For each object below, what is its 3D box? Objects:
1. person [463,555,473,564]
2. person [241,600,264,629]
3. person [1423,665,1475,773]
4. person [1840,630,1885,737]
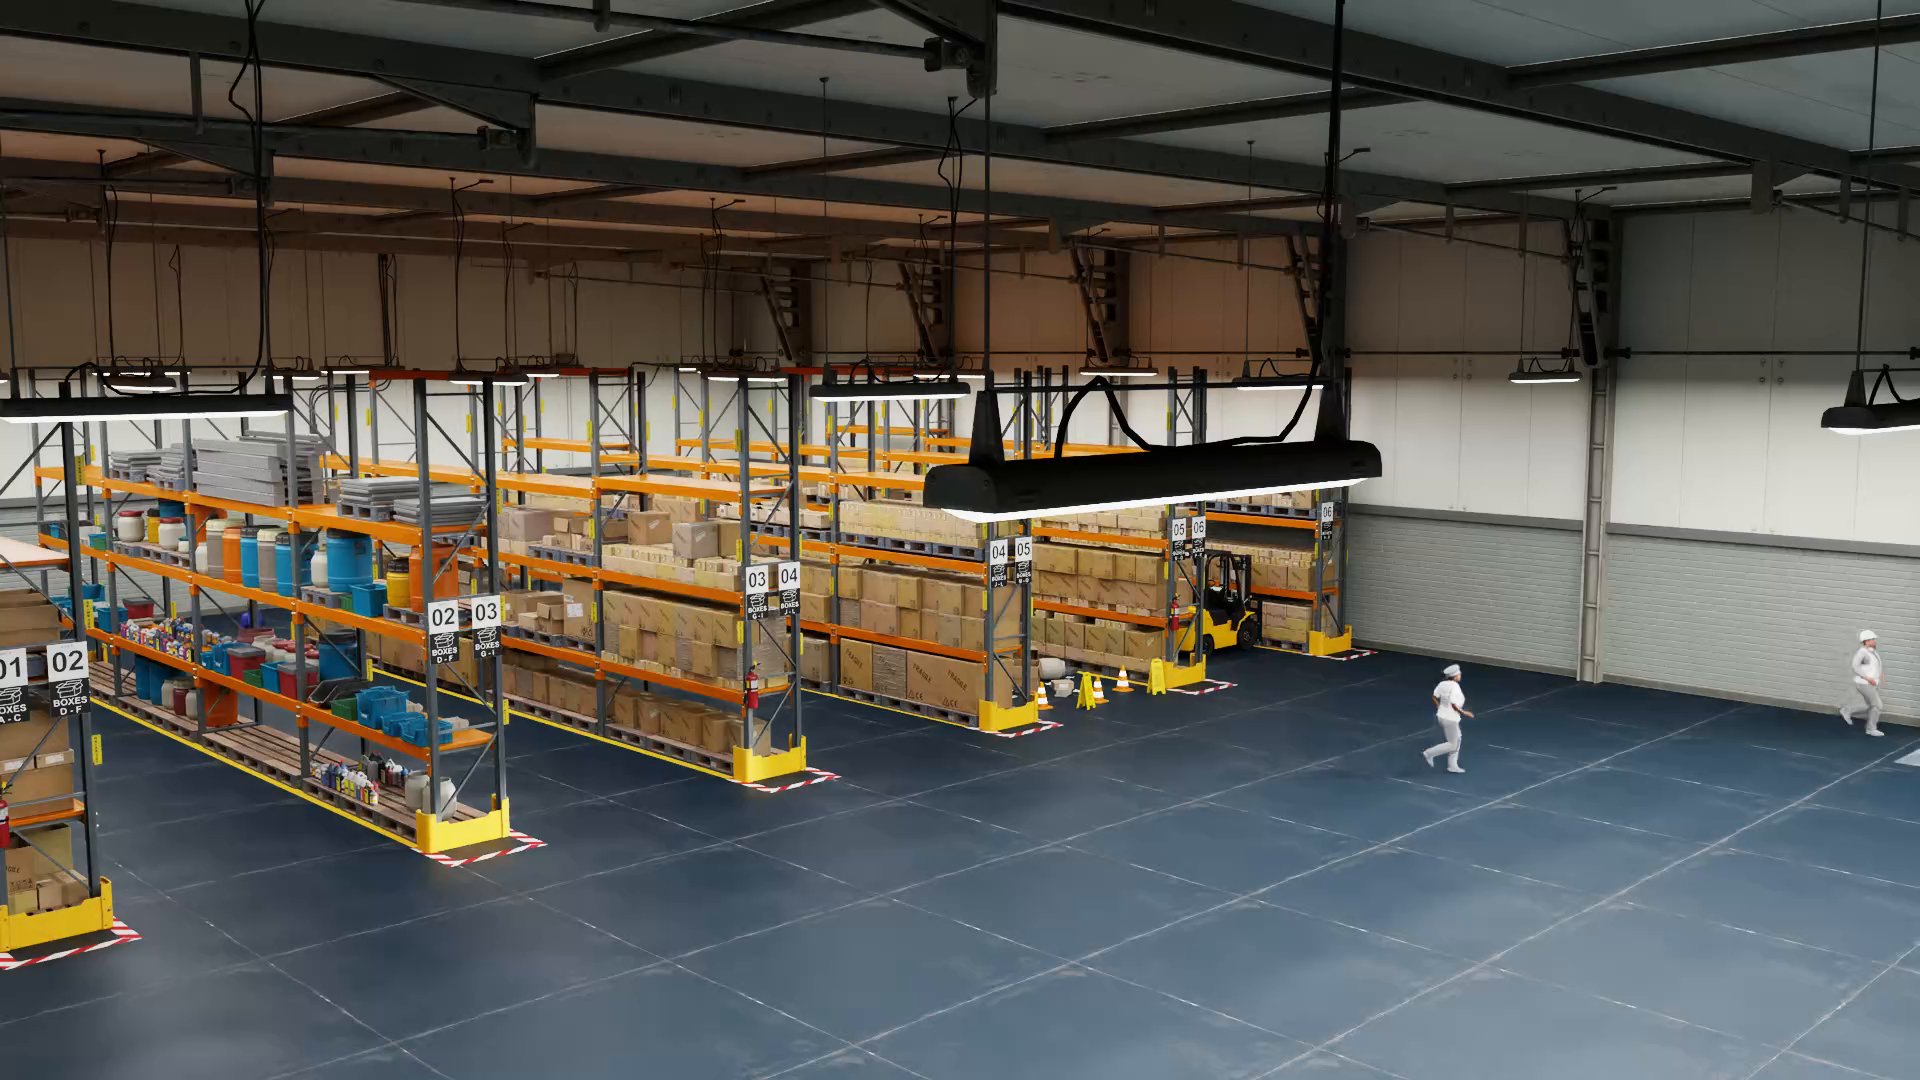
[{"bbox_3d":[-11.728,1.046,39.654,0.667,1.695,0.645,3,7,25],"label":"person"},{"bbox_3d":[-13.416,1.954,31.652,0.746,1.712,0.554,5,8,40],"label":"person"},{"bbox_3d":[7.288,2.702,25.006,0.761,1.664,0.565,-1,7,-12],"label":"person"},{"bbox_3d":[14.986,2.352,27.564,0.736,1.733,0.676,6,9,44],"label":"person"}]
